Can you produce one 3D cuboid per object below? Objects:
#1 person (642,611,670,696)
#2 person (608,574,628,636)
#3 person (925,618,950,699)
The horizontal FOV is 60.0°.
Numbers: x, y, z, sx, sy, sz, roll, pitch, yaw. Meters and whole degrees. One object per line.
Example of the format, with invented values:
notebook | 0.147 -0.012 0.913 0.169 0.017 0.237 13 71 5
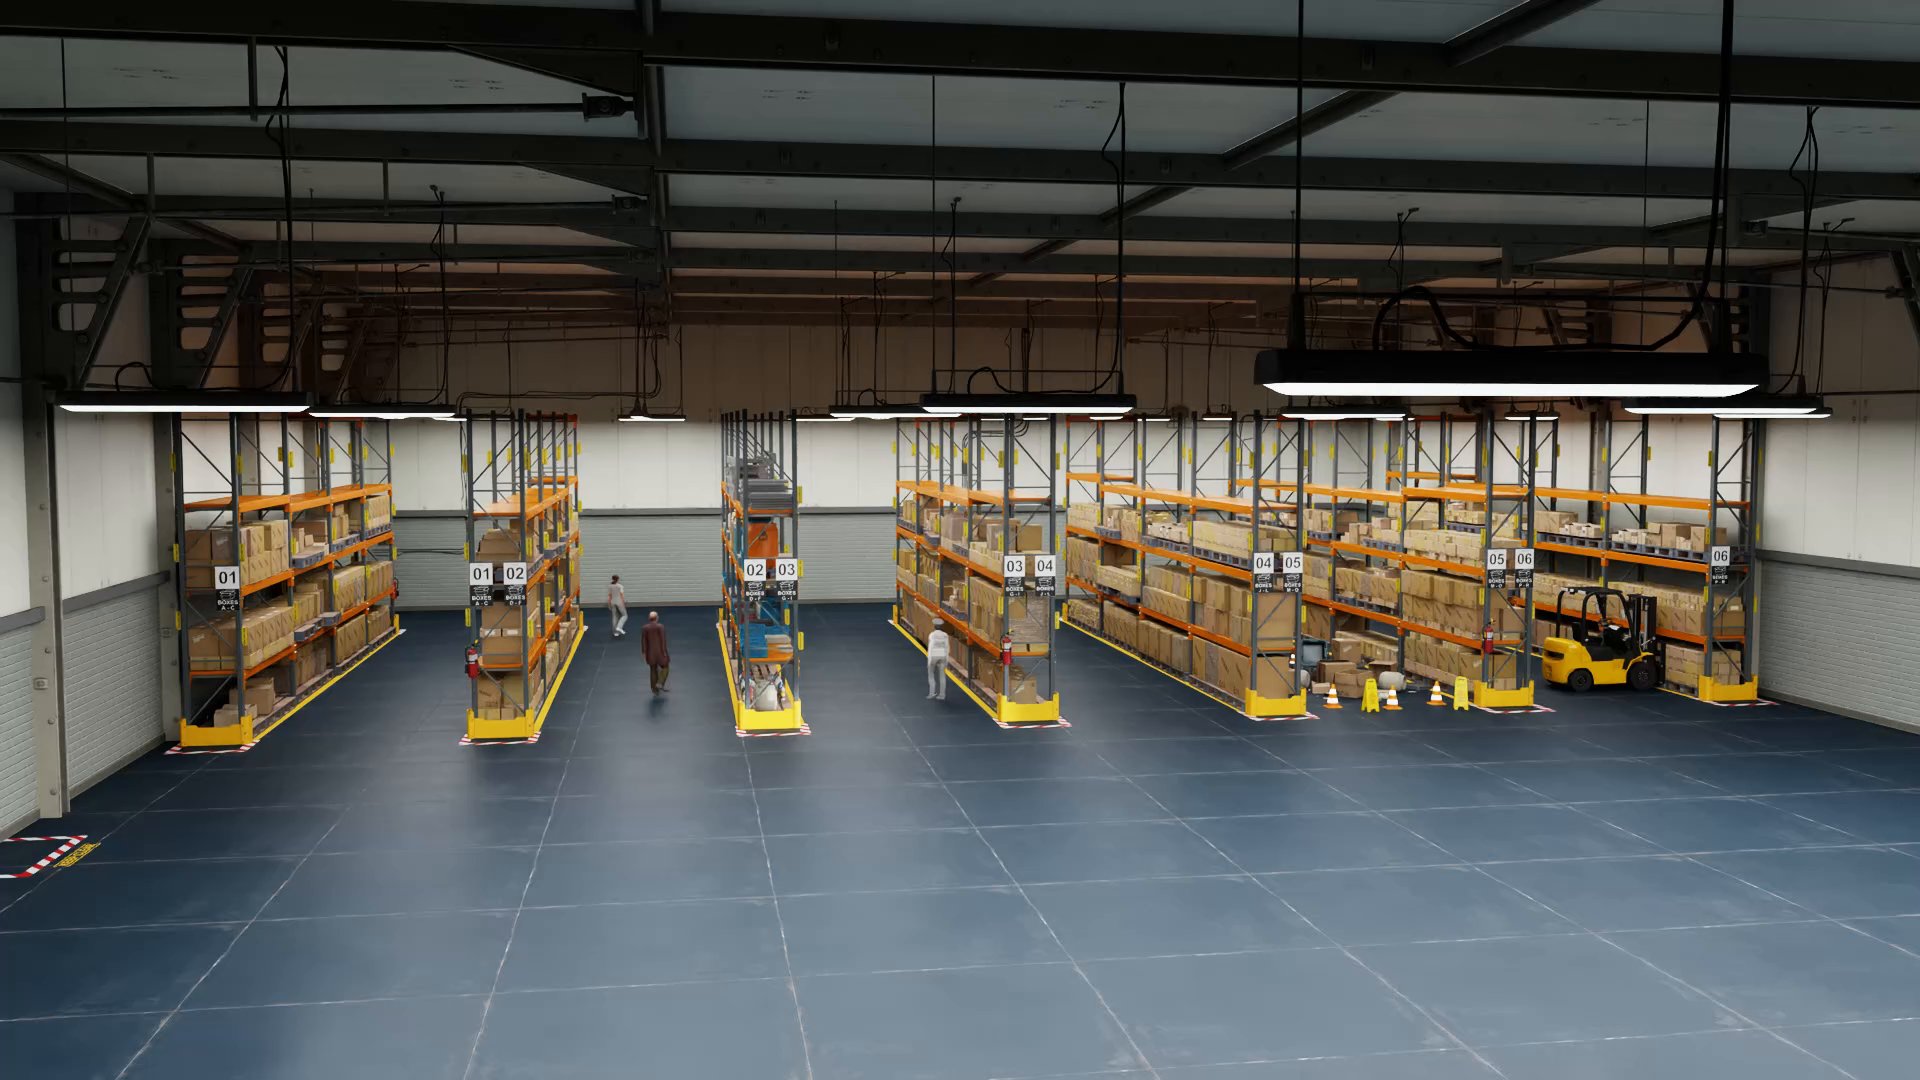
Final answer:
person | -6.407 2.391 34.997 0.626 1.769 0.571 0 4 2
person | -9.280 1.759 44.903 0.483 1.673 0.472 1 4 16
person | -0.443 2.495 34.563 0.518 1.733 0.592 -2 4 -21
